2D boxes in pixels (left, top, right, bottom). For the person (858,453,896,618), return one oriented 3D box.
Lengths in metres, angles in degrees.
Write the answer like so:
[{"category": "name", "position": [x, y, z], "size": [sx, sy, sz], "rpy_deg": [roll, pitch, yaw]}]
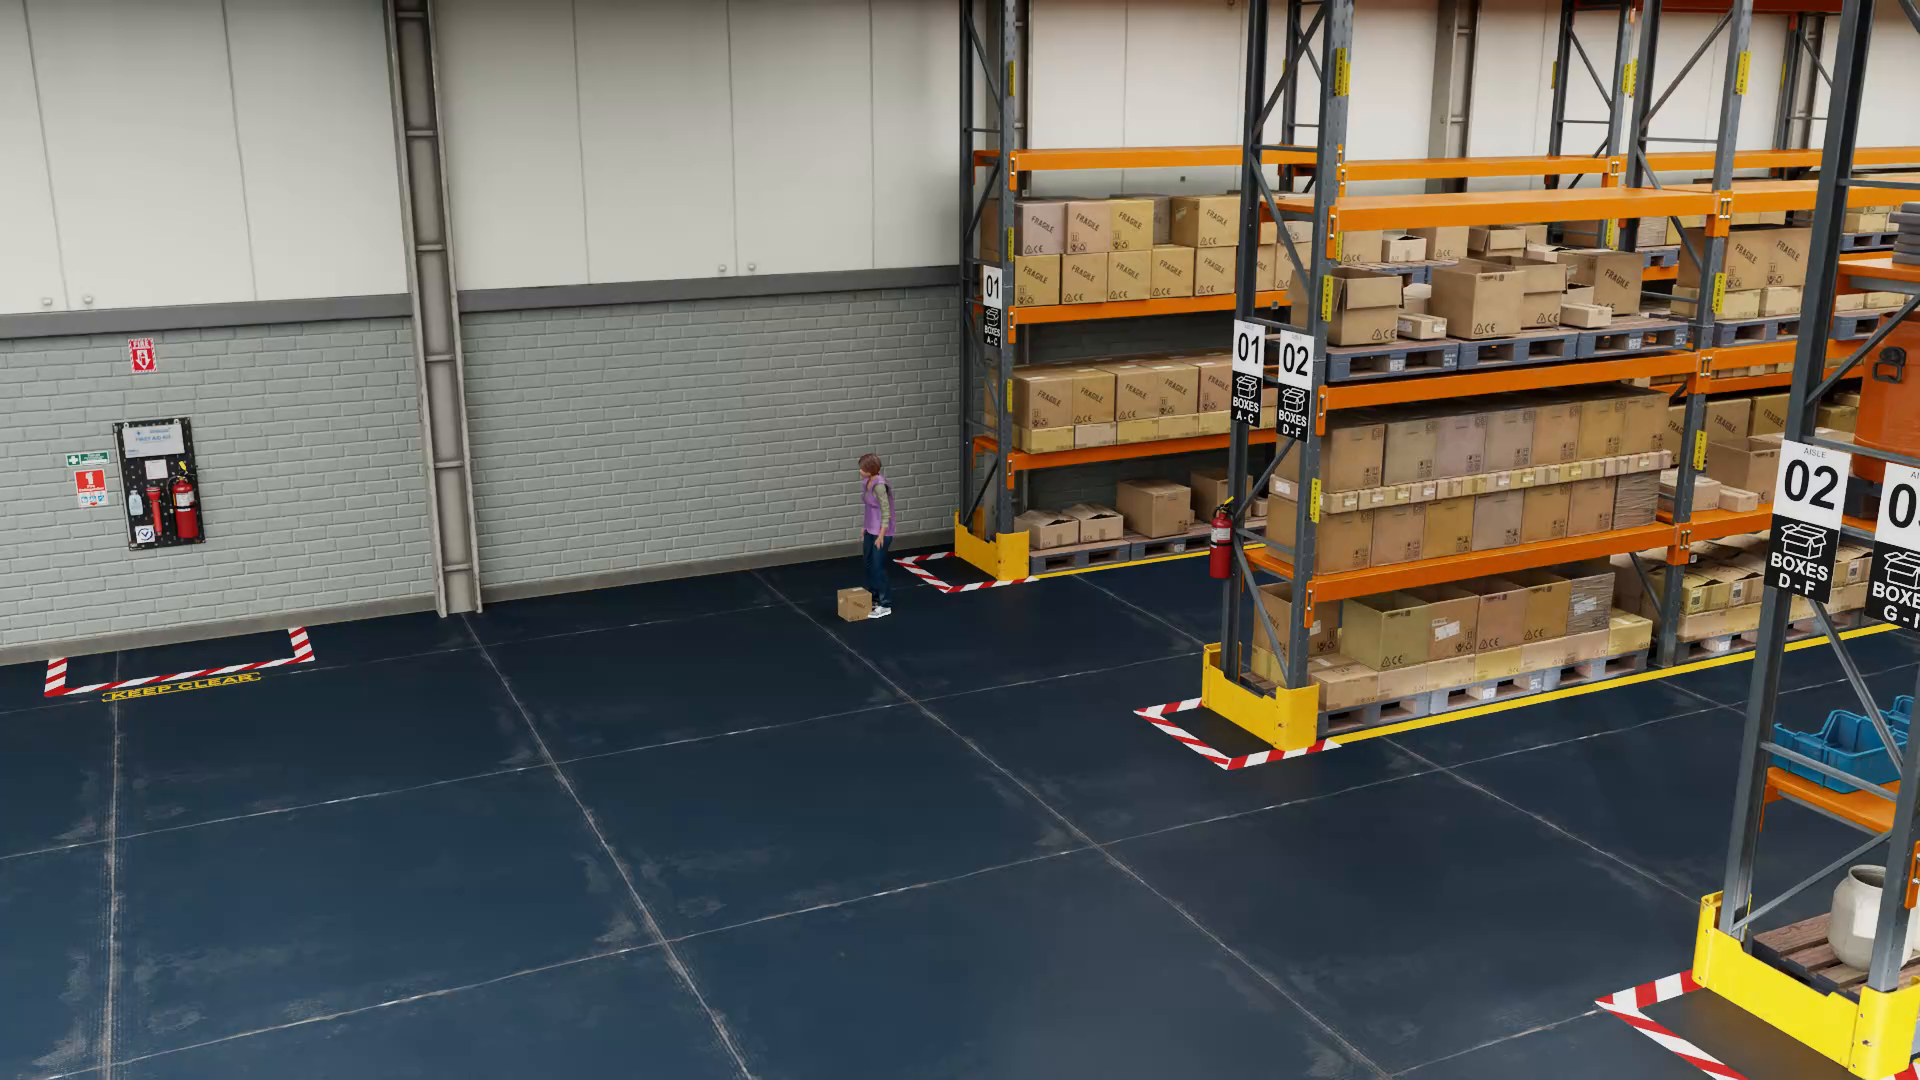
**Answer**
[{"category": "person", "position": [-0.804, -0.054, 15.953], "size": [0.343, 1.582, 0.460], "rpy_deg": [-7, 17, -25]}]
